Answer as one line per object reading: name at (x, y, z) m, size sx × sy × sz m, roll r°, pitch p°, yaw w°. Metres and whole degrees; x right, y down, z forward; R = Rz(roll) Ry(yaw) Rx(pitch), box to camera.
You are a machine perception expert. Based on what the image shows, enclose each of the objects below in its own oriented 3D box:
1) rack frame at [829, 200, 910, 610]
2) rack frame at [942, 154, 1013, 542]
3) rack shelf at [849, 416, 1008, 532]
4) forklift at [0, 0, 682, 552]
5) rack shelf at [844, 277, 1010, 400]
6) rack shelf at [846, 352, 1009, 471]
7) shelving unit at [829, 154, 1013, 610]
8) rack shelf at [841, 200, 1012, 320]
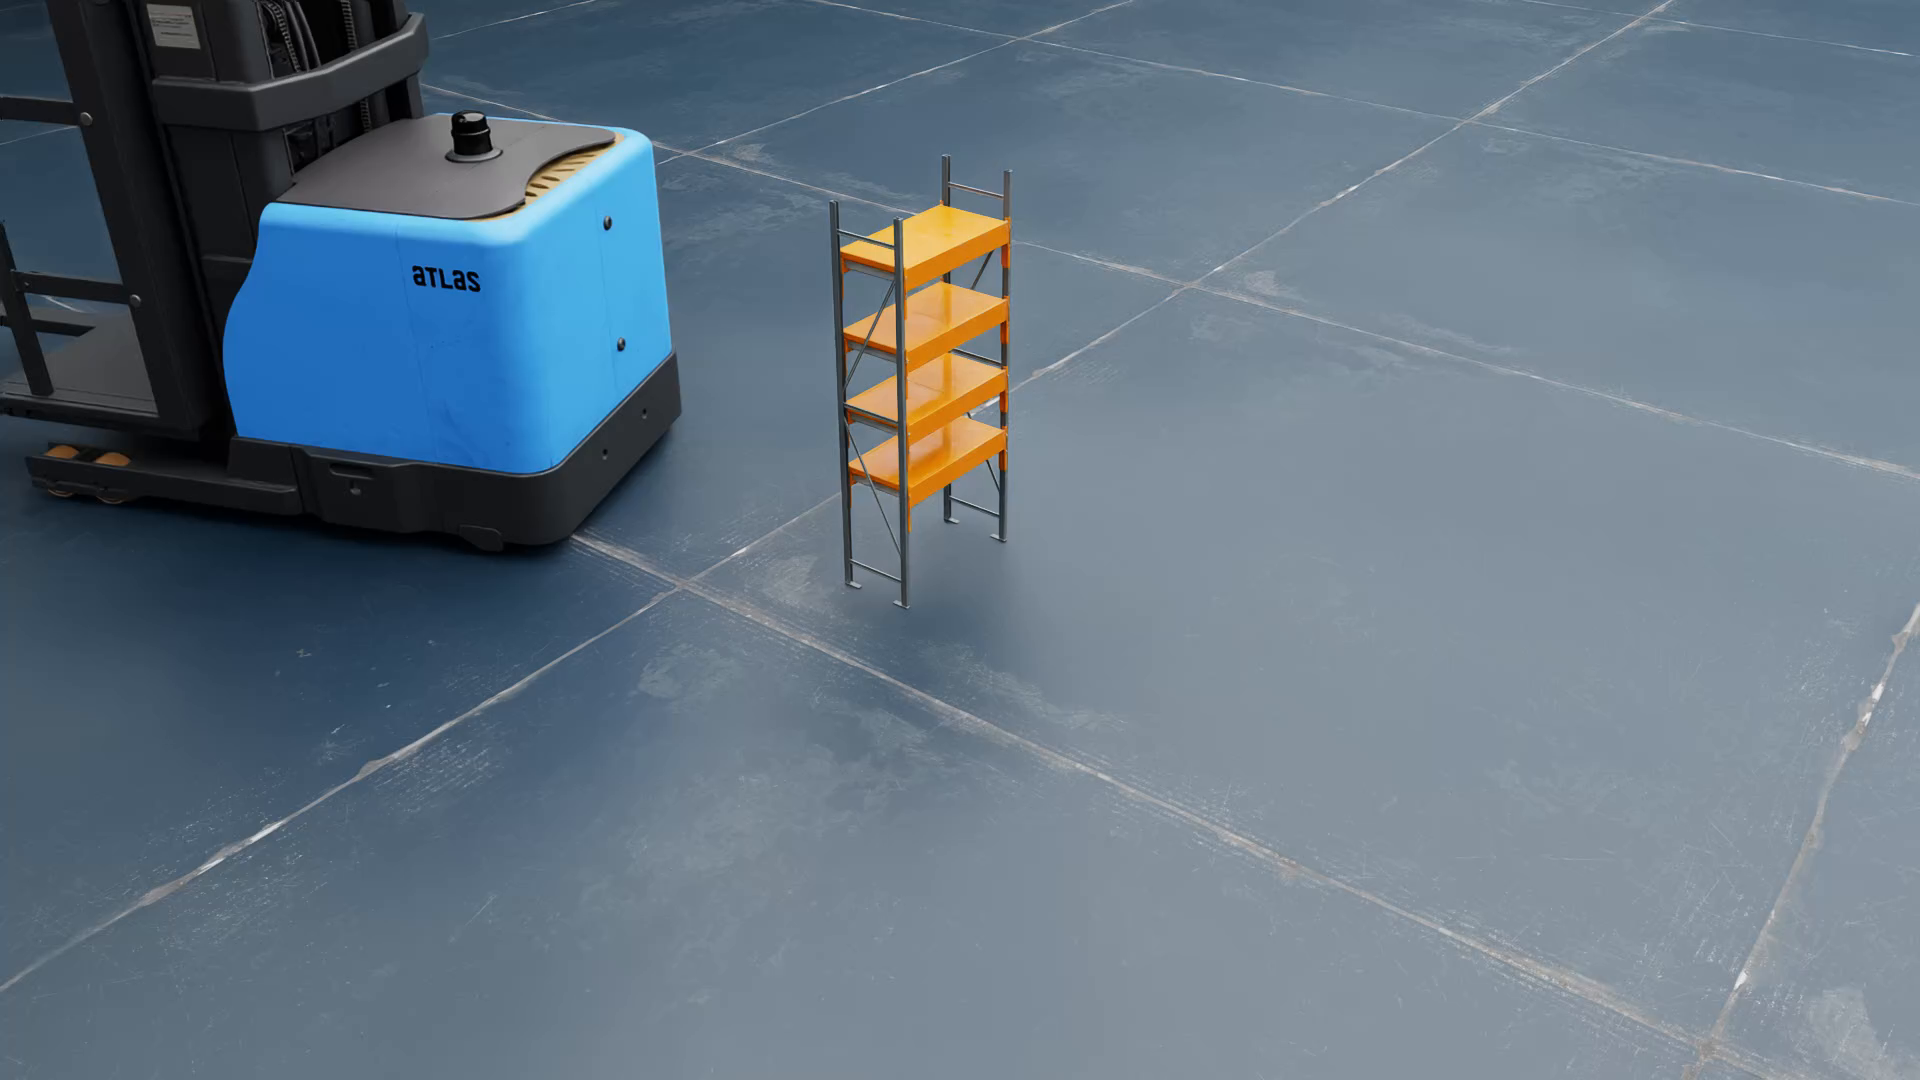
rack frame at (-0.247, -0.350, 4.663) m, size 0.240 × 1.200 × 0.015 m, roll 21°, pitch 37°, yaw 31°
rack frame at (0.047, -0.548, 4.998) m, size 0.240 × 1.200 × 0.015 m, roll 21°, pitch 37°, yaw 31°
rack shelf at (-0.100, -0.220, 4.966) m, size 0.258 × 0.148 × 0.480 m, roll 21°, pitch 37°, yaw 31°
forklift at (-2.556, -1.628, 5.122) m, size 3.031 × 2.935 × 1.130 m, roll 8°, pitch 32°, yaw 13°
rack shelf at (-0.100, -0.583, 4.751) m, size 0.258 × 0.148 × 0.480 m, roll 21°, pitch 37°, yaw 31°
rack shelf at (-0.100, -0.391, 4.865) m, size 0.258 × 0.148 × 0.480 m, roll 21°, pitch 37°, yaw 31°
shelving unit at (-0.100, -0.449, 4.831) m, size 0.258 × 1.200 × 0.503 m, roll 21°, pitch 37°, yaw 31°
rack shelf at (-0.100, -0.787, 4.630) m, size 0.258 × 0.148 × 0.480 m, roll 21°, pitch 37°, yaw 31°
